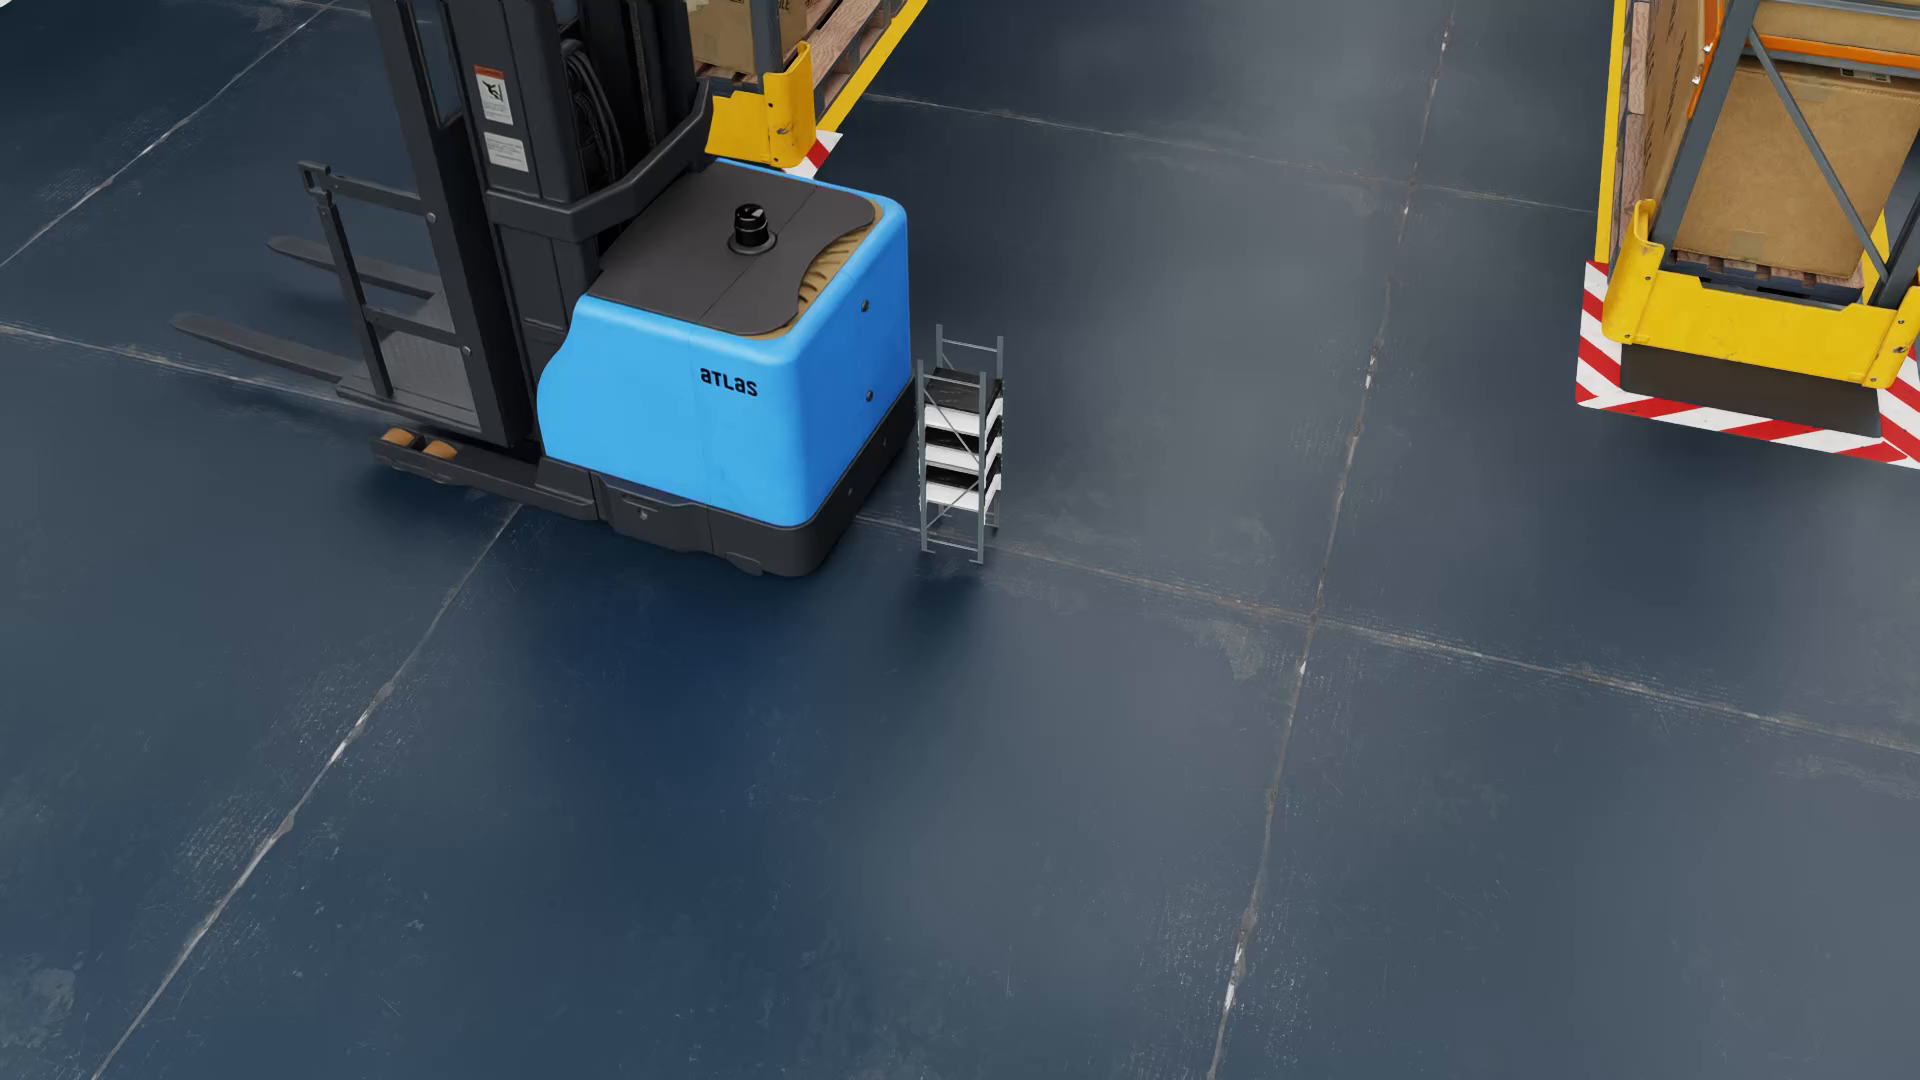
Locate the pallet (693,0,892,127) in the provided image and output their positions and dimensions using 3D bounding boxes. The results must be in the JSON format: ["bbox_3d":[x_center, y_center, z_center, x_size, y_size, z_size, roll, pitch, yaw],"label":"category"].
[{"bbox_3d":[-1.028,-2.646,8.803,1.003,0.211,1.213,13,46,13],"label":"pallet"}]

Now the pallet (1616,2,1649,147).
[{"bbox_3d":[3.905,-2.304,8.453,1.003,0.211,1.213,13,46,13],"label":"pallet"}]

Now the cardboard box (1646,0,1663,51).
[{"bbox_3d":[4.051,-2.991,8.381,0.875,0.875,0.875,13,46,13],"label":"cardboard box"}]

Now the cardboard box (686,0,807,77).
[{"bbox_3d":[-1.126,-2.728,8.380,0.500,0.500,0.500,21,48,20],"label":"cardboard box"}]

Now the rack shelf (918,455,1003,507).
[{"bbox_3d":[0.002,-0.239,6.027,0.258,0.077,0.200,13,46,12],"label":"rack shelf"}]

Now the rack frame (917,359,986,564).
[{"bbox_3d":[-0.028,-0.259,5.872,0.240,0.900,0.006,13,46,12],"label":"rack frame"}]

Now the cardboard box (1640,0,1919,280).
[{"bbox_3d":[3.508,-1.797,7.161,0.875,0.875,0.875,13,46,13],"label":"cardboard box"}]

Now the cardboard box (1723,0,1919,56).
[{"bbox_3d":[3.435,-2.251,6.298,0.875,0.550,0.550,13,46,13],"label":"cardboard box"}]

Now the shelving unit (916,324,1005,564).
[{"bbox_3d":[0.002,-0.327,5.941,0.258,0.900,0.210,13,46,12],"label":"shelving unit"}]

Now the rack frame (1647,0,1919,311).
[{"bbox_3d":[3.366,-1.940,6.088,1.000,3.000,0.127,13,46,13],"label":"rack frame"}]

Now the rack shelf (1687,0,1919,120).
[{"bbox_3d":[3.971,-3.016,7.702,1.077,0.370,4.000,13,46,13],"label":"rack shelf"}]

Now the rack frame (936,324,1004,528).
[{"bbox_3d":[0.033,-0.395,6.010,0.240,0.900,0.006,13,46,12],"label":"rack frame"}]

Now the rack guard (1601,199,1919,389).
[{"bbox_3d":[3.359,-1.031,6.946,1.175,0.500,0.348,13,46,13],"label":"rack guard"}]

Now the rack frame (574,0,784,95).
[{"bbox_3d":[-1.331,-3.058,7.231,1.000,3.000,0.127,13,46,13],"label":"rack frame"}]

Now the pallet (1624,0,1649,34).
[{"bbox_3d":[4.272,-3.120,9.287,1.003,0.211,1.213,13,46,13],"label":"pallet"}]

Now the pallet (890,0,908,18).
[{"bbox_3d":[-0.657,-3.457,9.632,1.003,0.211,1.213,13,46,13],"label":"pallet"}]

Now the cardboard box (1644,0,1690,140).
[{"bbox_3d":[3.773,-2.384,7.760,0.875,0.875,0.875,12,46,12],"label":"cardboard box"}]

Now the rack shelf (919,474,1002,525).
[{"bbox_3d":[0.002,-0.175,6.090,0.258,0.077,0.200,13,46,12],"label":"rack shelf"}]

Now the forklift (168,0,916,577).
[{"bbox_3d":[-1.741,-1.590,5.779,3.031,2.935,1.130,17,47,16],"label":"forklift"}]

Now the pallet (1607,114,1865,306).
[{"bbox_3d":[3.533,-1.493,7.625,1.003,0.211,1.213,13,46,13],"label":"pallet"}]

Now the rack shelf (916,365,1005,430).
[{"bbox_3d":[0.002,-0.496,5.775,0.258,0.077,0.200,13,46,12],"label":"rack shelf"}]

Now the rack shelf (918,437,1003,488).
[{"bbox_3d":[0.002,-0.303,5.964,0.258,0.077,0.200,13,46,12],"label":"rack shelf"}]

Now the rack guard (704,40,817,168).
[{"bbox_3d":[-1.308,-2.215,8.157,1.175,0.500,0.348,13,46,13],"label":"rack guard"}]

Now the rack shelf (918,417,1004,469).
[{"bbox_3d":[0.002,-0.368,5.901,0.258,0.077,0.200,13,46,12],"label":"rack shelf"}]

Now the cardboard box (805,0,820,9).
[{"bbox_3d":[-0.977,-3.133,8.794,0.500,0.500,0.500,24,49,23],"label":"cardboard box"}]

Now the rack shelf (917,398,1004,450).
[{"bbox_3d":[0.002,-0.432,5.838,0.258,0.077,0.200,13,46,12],"label":"rack shelf"}]
